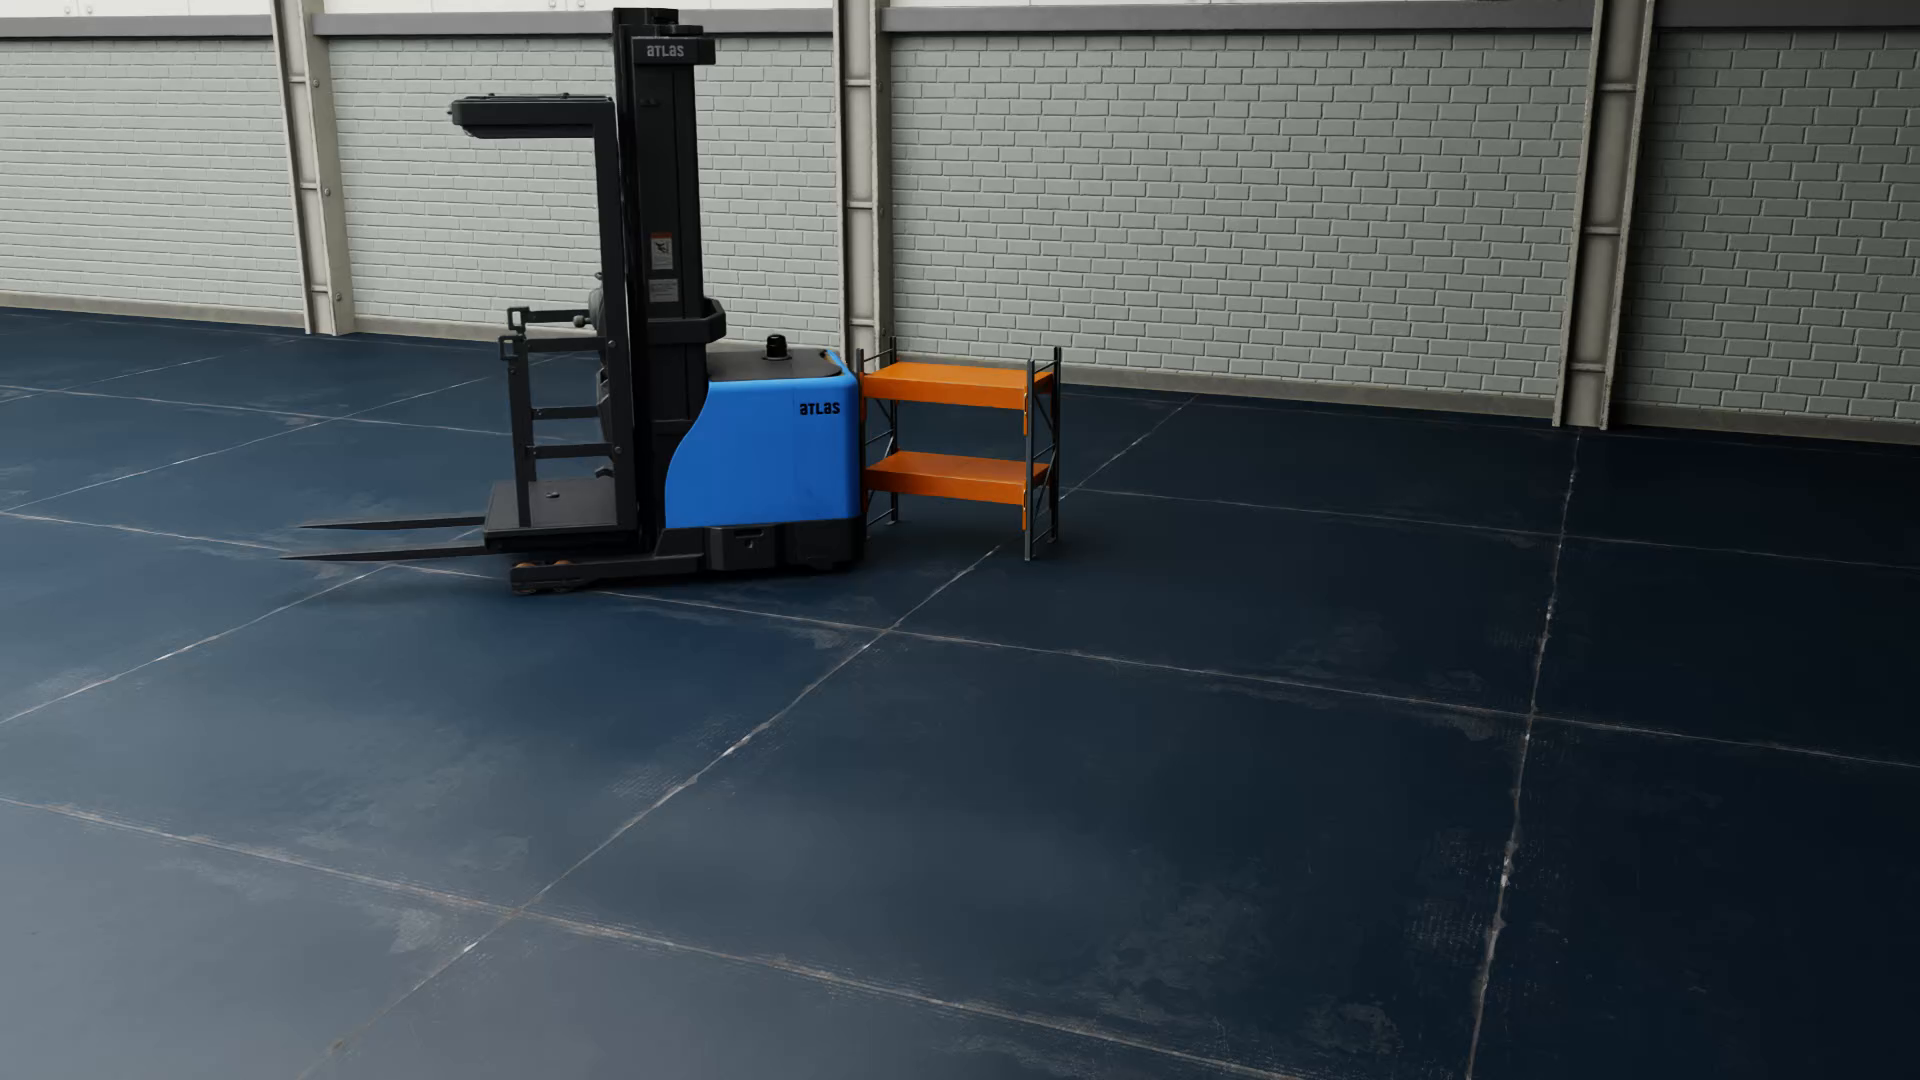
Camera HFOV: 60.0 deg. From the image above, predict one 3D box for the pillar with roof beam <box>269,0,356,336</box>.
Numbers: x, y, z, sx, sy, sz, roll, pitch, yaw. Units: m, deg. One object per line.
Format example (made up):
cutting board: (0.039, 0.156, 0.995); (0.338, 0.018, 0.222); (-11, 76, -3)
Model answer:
pillar with roof beam: (-7.990, -5.322, 11.864); (0.400, 9.000, 9.100); (6, 17, 21)

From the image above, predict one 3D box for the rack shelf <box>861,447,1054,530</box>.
rack shelf: (-0.006, -0.306, 9.587); (1.000, 0.278, 0.538); (6, 17, 21)

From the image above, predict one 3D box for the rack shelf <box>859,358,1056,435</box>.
rack shelf: (-0.006, -0.822, 9.438); (1.000, 0.278, 0.538); (6, 17, 21)

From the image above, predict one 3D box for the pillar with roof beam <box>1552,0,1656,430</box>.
pillar with roof beam: (3.173, -4.094, 7.635); (0.400, 9.000, 9.100); (6, 17, 21)

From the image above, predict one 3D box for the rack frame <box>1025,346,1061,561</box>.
rack frame: (0.467, -0.489, 9.340); (0.032, 1.125, 0.500); (6, 17, 21)

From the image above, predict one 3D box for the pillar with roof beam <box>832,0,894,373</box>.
pillar with roof beam: (-2.408, -4.708, 9.749); (0.400, 9.000, 9.100); (6, 17, 21)

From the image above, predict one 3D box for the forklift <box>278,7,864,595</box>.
forklift: (-2.100, -1.282, 8.834); (3.031, 2.935, 1.130); (-3, 17, -12)

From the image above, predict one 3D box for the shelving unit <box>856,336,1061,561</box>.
shelving unit: (-0.006, -0.541, 9.519); (1.048, 1.125, 0.538); (6, 17, 21)

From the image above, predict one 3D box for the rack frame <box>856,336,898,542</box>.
rack frame: (-0.479, -0.593, 9.698); (0.032, 1.125, 0.500); (6, 17, 21)
